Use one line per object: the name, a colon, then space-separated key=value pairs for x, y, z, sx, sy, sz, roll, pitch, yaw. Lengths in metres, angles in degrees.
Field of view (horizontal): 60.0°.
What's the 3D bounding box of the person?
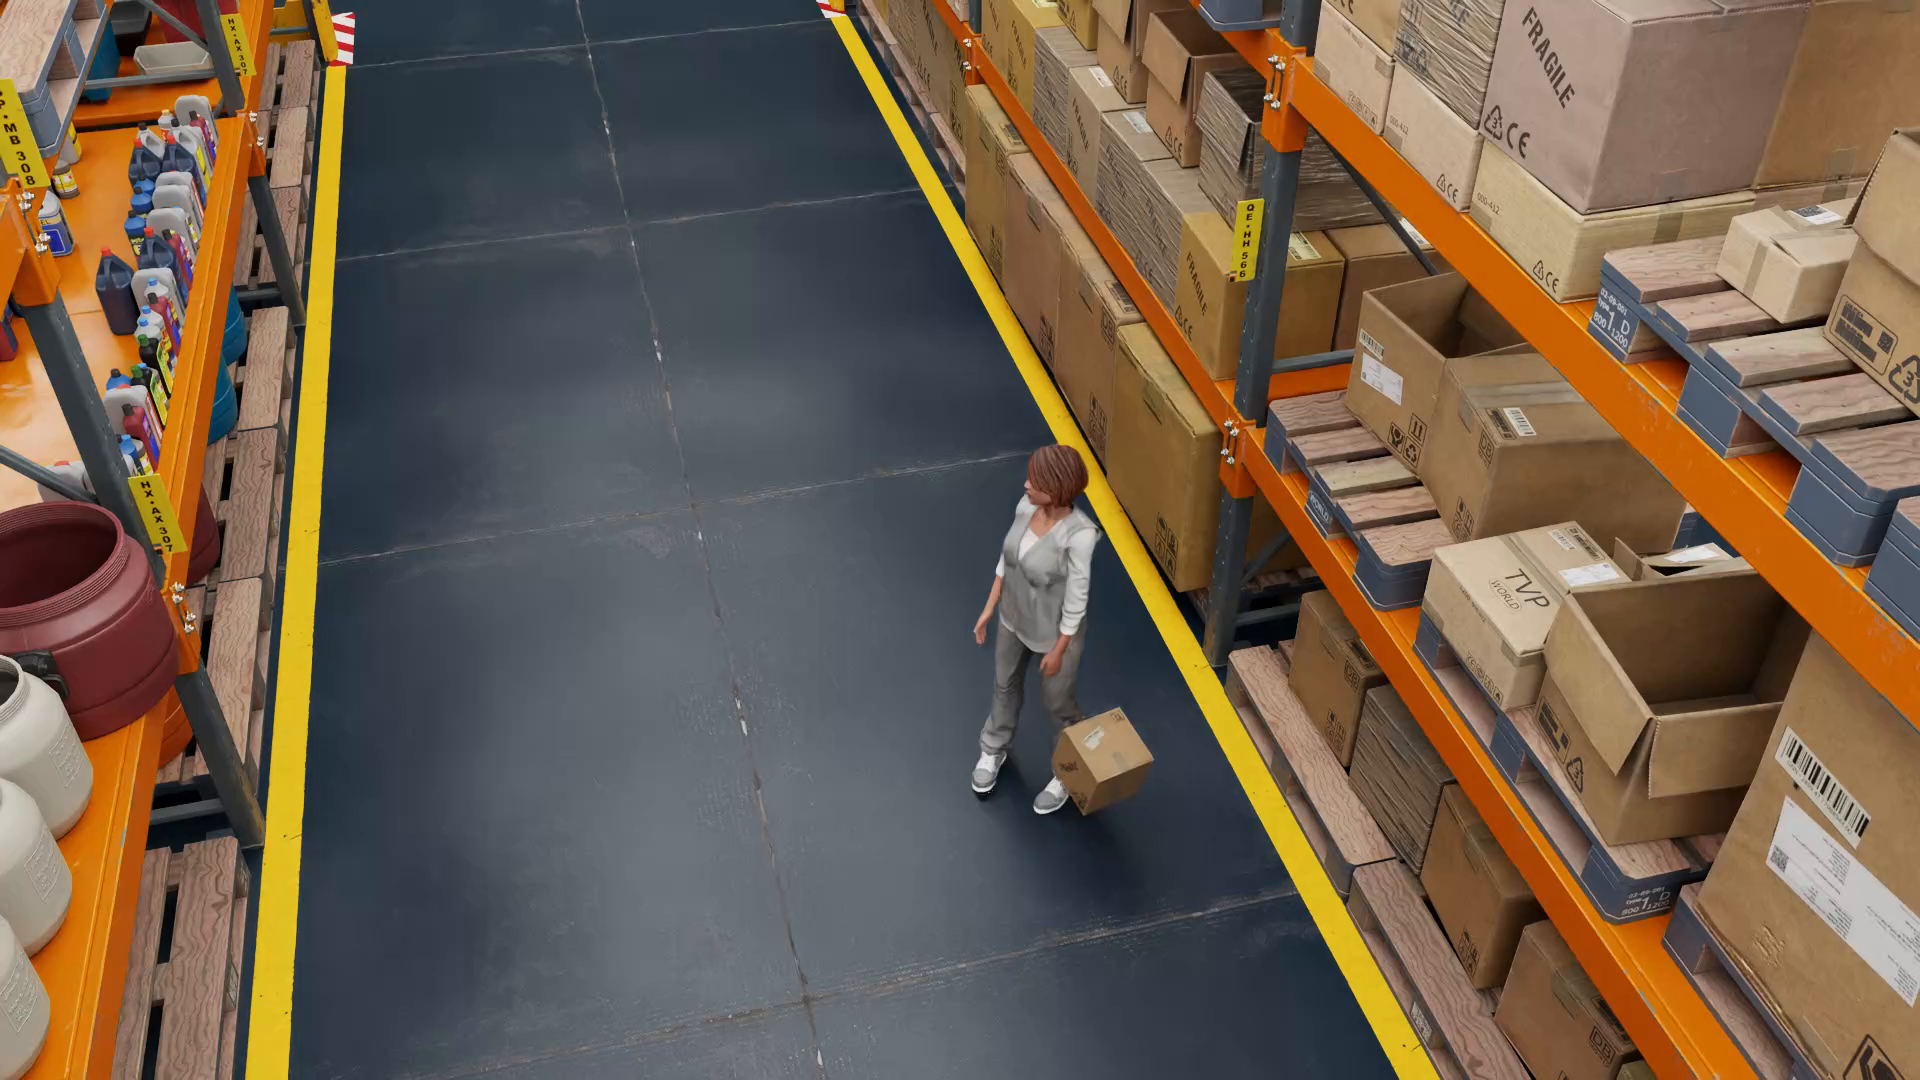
person: x=0.271 y=0.358 z=6.266 sx=0.434 sy=1.602 sz=0.430 roll=-25 pitch=45 yaw=-28
